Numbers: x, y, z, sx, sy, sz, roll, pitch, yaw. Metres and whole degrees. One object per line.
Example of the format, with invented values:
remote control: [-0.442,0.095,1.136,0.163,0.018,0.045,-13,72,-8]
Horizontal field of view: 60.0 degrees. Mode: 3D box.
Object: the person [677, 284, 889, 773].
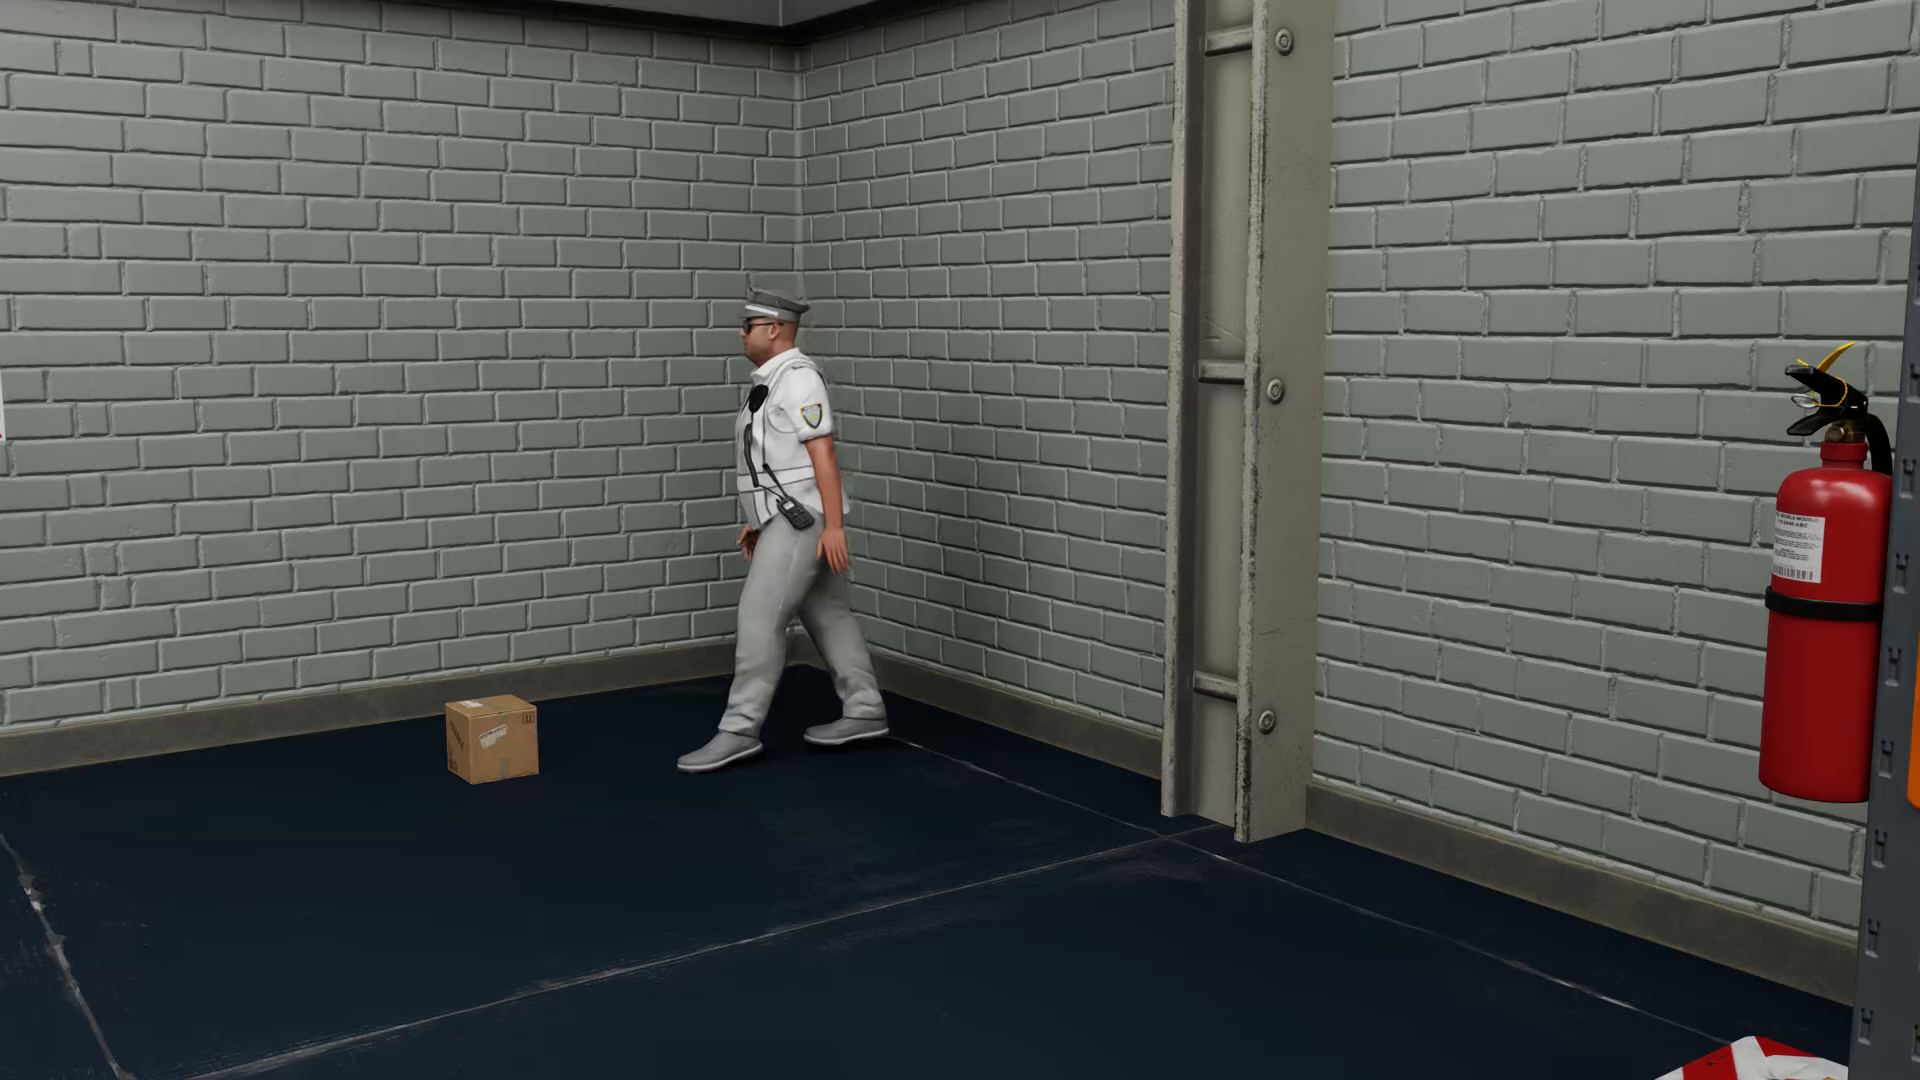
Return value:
person: [-0.666,-0.066,6.196,0.804,1.756,0.558,-1,8,-9]
